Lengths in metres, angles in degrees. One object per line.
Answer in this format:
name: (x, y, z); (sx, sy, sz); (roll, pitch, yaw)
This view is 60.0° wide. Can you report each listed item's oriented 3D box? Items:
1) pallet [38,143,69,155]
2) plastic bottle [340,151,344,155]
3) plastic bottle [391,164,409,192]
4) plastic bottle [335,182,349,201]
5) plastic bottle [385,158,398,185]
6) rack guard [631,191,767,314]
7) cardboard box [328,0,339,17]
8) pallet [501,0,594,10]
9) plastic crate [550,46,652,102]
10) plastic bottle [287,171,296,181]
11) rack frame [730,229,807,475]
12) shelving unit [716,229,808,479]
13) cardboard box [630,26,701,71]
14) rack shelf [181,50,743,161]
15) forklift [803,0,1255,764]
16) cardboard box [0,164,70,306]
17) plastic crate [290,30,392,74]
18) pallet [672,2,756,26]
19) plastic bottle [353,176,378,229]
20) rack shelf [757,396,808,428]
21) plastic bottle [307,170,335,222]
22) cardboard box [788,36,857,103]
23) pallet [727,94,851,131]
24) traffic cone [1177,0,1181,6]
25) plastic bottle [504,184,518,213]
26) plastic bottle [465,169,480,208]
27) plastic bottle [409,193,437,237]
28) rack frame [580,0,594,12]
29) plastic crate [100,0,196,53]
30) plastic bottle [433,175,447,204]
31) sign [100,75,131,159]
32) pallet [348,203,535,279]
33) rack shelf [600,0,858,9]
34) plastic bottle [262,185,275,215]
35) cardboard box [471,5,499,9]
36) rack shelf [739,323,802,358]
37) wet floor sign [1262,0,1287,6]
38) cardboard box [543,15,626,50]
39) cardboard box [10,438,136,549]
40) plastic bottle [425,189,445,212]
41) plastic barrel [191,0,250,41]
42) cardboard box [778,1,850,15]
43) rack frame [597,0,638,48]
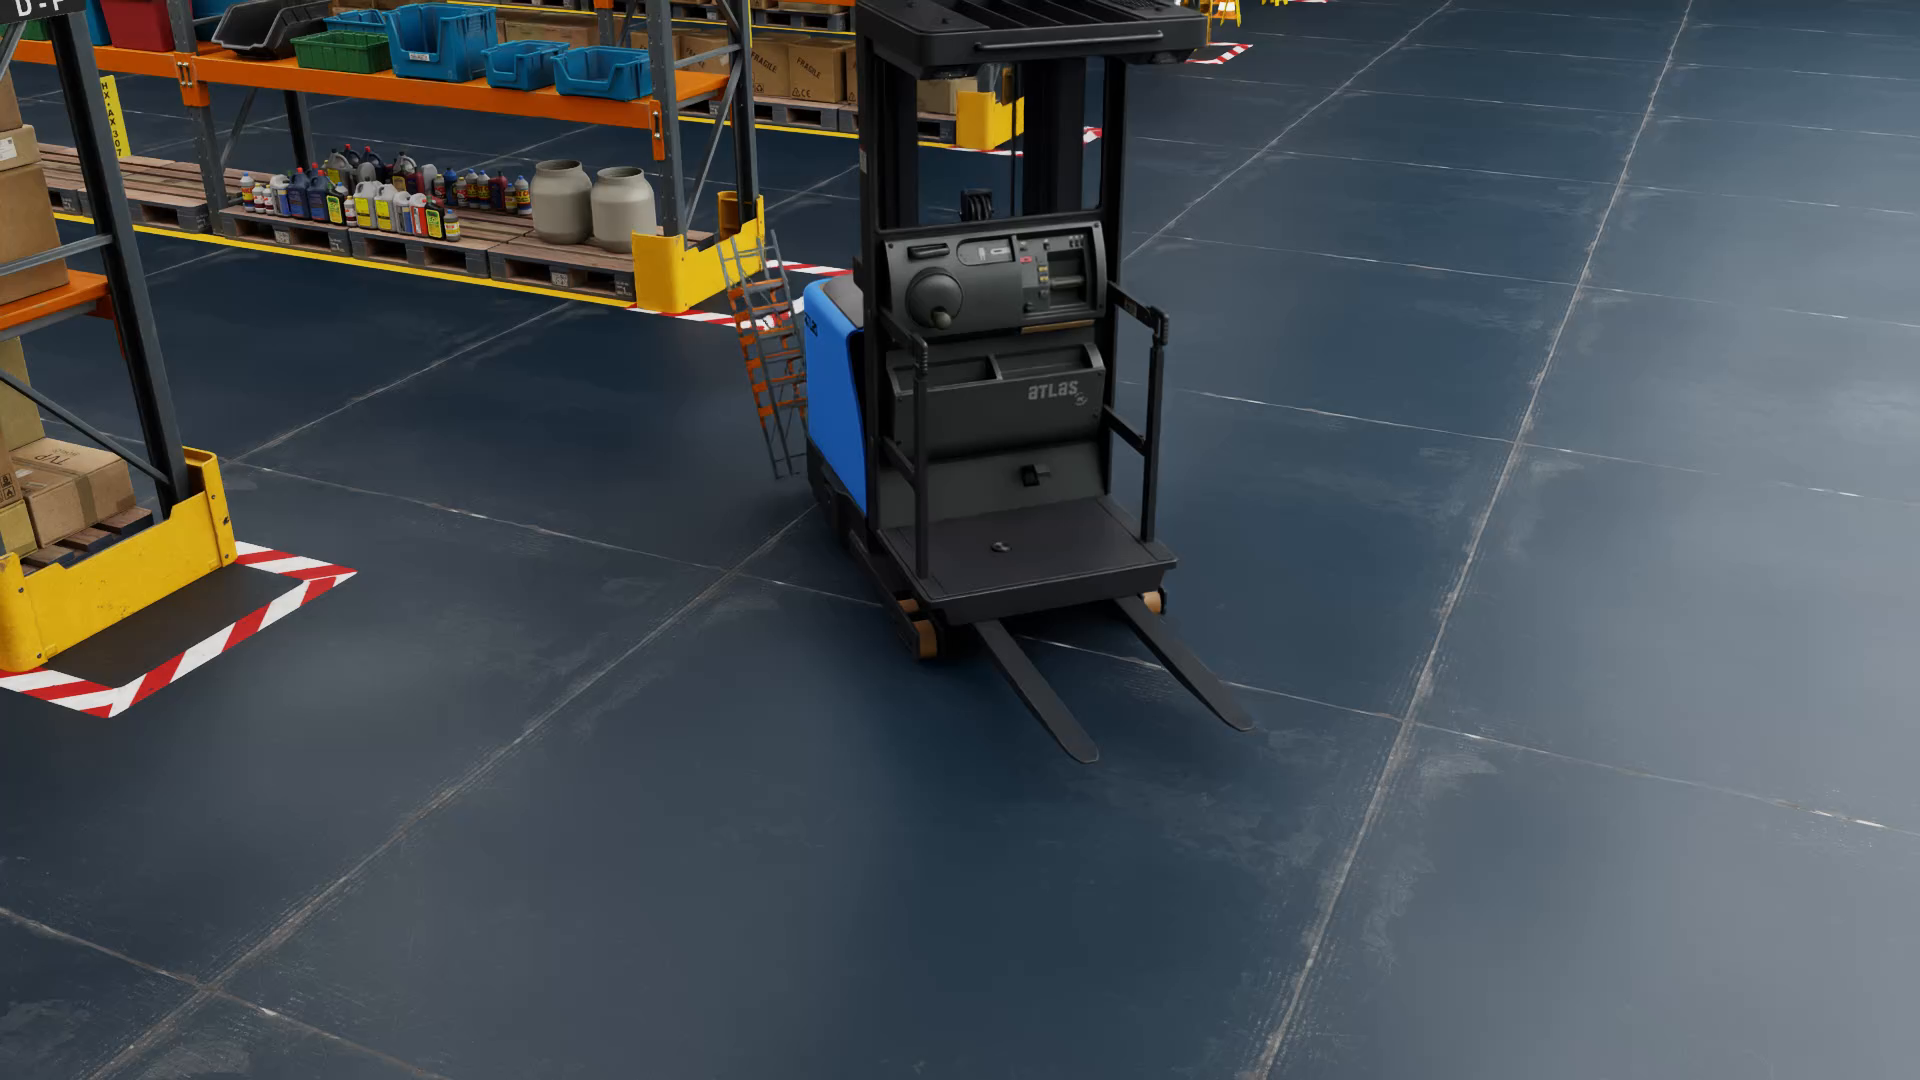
pallet: (-8.232, -3.120, 13.848); (1.213, 0.211, 1.003); (11, 28, 22)
plastic bottle: (-4.706, -2.820, 12.659); (0.133, 0.283, 0.061); (13, 29, 24)
plastic bottle: (-4.125, -2.634, 12.280); (0.133, 0.283, 0.061); (11, 28, 22)
plastic bottle: (-4.396, -2.409, 11.839); (0.097, 0.271, 0.097); (0, 26, 0)
plastic bottle: (-4.235, -2.726, 12.467); (0.133, 0.283, 0.061); (13, 29, 25)
rack guard: (-1.728, -1.939, 11.122); (0.348, 0.500, 1.175); (11, 28, 22)
cardboard box: (-7.491, -5.889, 18.246); (0.875, 0.875, 1.225); (10, 28, 19)
pallet: (-5.437, -7.388, 22.517); (1.213, 0.211, 1.003); (11, 28, 22)
plastic crate: (-2.219, -2.970, 10.555); (0.616, 0.251, 0.499); (11, 28, 22)
plastic bottle: (-4.823, -2.536, 12.082); (0.133, 0.283, 0.061); (11, 28, 22)
rack frame: (-0.881, -0.929, 8.225); (0.240, 1.200, 0.006); (-16, 5, -29)
shelving unit: (-0.927, -0.924, 8.304); (0.258, 1.200, 0.189); (-16, 5, -29)
cardboard box: (-2.883, -4.766, 16.389); (0.500, 0.500, 0.500); (10, 28, 20)
rack shelf: (-3.460, -3.108, 11.482); (4.000, 0.370, 1.077); (11, 28, 22)
forklift: (0.225, -1.030, 6.524); (1.130, 2.935, 3.031); (-9, 28, -18)
cardboard box: (-4.113, -1.210, 6.698); (0.500, 0.500, 0.700); (11, 28, 22)
plastic crate: (-4.161, -3.340, 11.378); (0.662, 0.188, 0.450); (11, 28, 22)
pallet: (-2.933, -6.846, 21.417); (1.213, 0.211, 1.003); (11, 28, 22)
plastic bottle: (-4.159, -2.379, 11.687); (0.185, 0.351, 0.144); (11, 28, 21)
rack shelf: (-0.859, -0.648, 8.325); (0.258, 0.103, 0.180); (-16, 5, -29)
plastic bottle: (-4.546, -2.457, 11.845); (0.185, 0.351, 0.144); (10, 28, 20)
cardboard box: (-1.271, -4.462, 15.772); (0.500, 0.500, 0.500); (14, 30, 27)
pallet: (-1.490, -4.206, 16.054); (1.213, 0.211, 1.003); (11, 28, 22)
traffic cone: (2.661, -6.563, 20.556); (0.334, 0.463, 0.336); (11, 28, 22)
plastic bottle: (-3.255, -2.483, 12.068); (0.097, 0.201, 0.097); (0, 26, 0)
plastic bottle: (-3.564, -2.577, 12.178); (0.097, 0.271, 0.097); (0, 26, 0)
plastic bottle: (-3.711, -2.258, 11.525); (0.135, 0.276, 0.152); (12, 28, 22)
rack frame: (-4.726, -8.496, 21.610); (0.127, 3.000, 1.000); (11, 28, 22)
plastic crate: (-5.848, -3.791, 11.982); (0.583, 0.464, 0.402); (11, 28, 22)
plastic bottle: (-3.841, -2.601, 12.307); (0.097, 0.201, 0.097); (0, 26, 0)
sign: (-3.458, -1.720, 6.779); (0.005, 0.325, 0.100); (11, 28, 22)
pallet: (-3.572, -2.184, 11.946); (1.213, 0.211, 1.003); (11, 28, 22)
rack shelf: (-1.410, -5.100, 15.527); (4.000, 0.370, 1.077); (11, 28, 22)
plastic bottle: (-4.987, -2.467, 12.035); (0.097, 0.201, 0.097); (0, 26, 0)
cardboard box: (-5.224, -5.284, 17.418); (0.500, 0.500, 0.700); (14, 29, 26)
rack shelf: (-0.944, -0.997, 8.299); (0.258, 0.103, 0.180); (-16, 5, -29)
wet floor sign: (4.243, -7.520, 22.294); (0.232, 0.644, 0.267); (23, 35, 39)
cardboard box: (-3.780, -4.985, 16.811); (0.500, 0.500, 0.700); (9, 28, 18)
cardboard box: (-4.089, -0.217, 7.432); (0.500, 0.250, 0.500); (11, 28, 22)
plastic bottle: (-3.667, -2.304, 11.610); (0.133, 0.283, 0.061); (11, 28, 22)
plastic barrel: (-5.507, -4.214, 12.346); (0.708, 0.901, 0.600); (11, 28, 22)
cardboard box: (-1.687, -7.021, 20.685); (0.750, 0.750, 1.050); (11, 28, 22)
rack frame: (-3.230, -5.788, 16.111); (0.127, 3.000, 1.000); (11, 28, 22)
